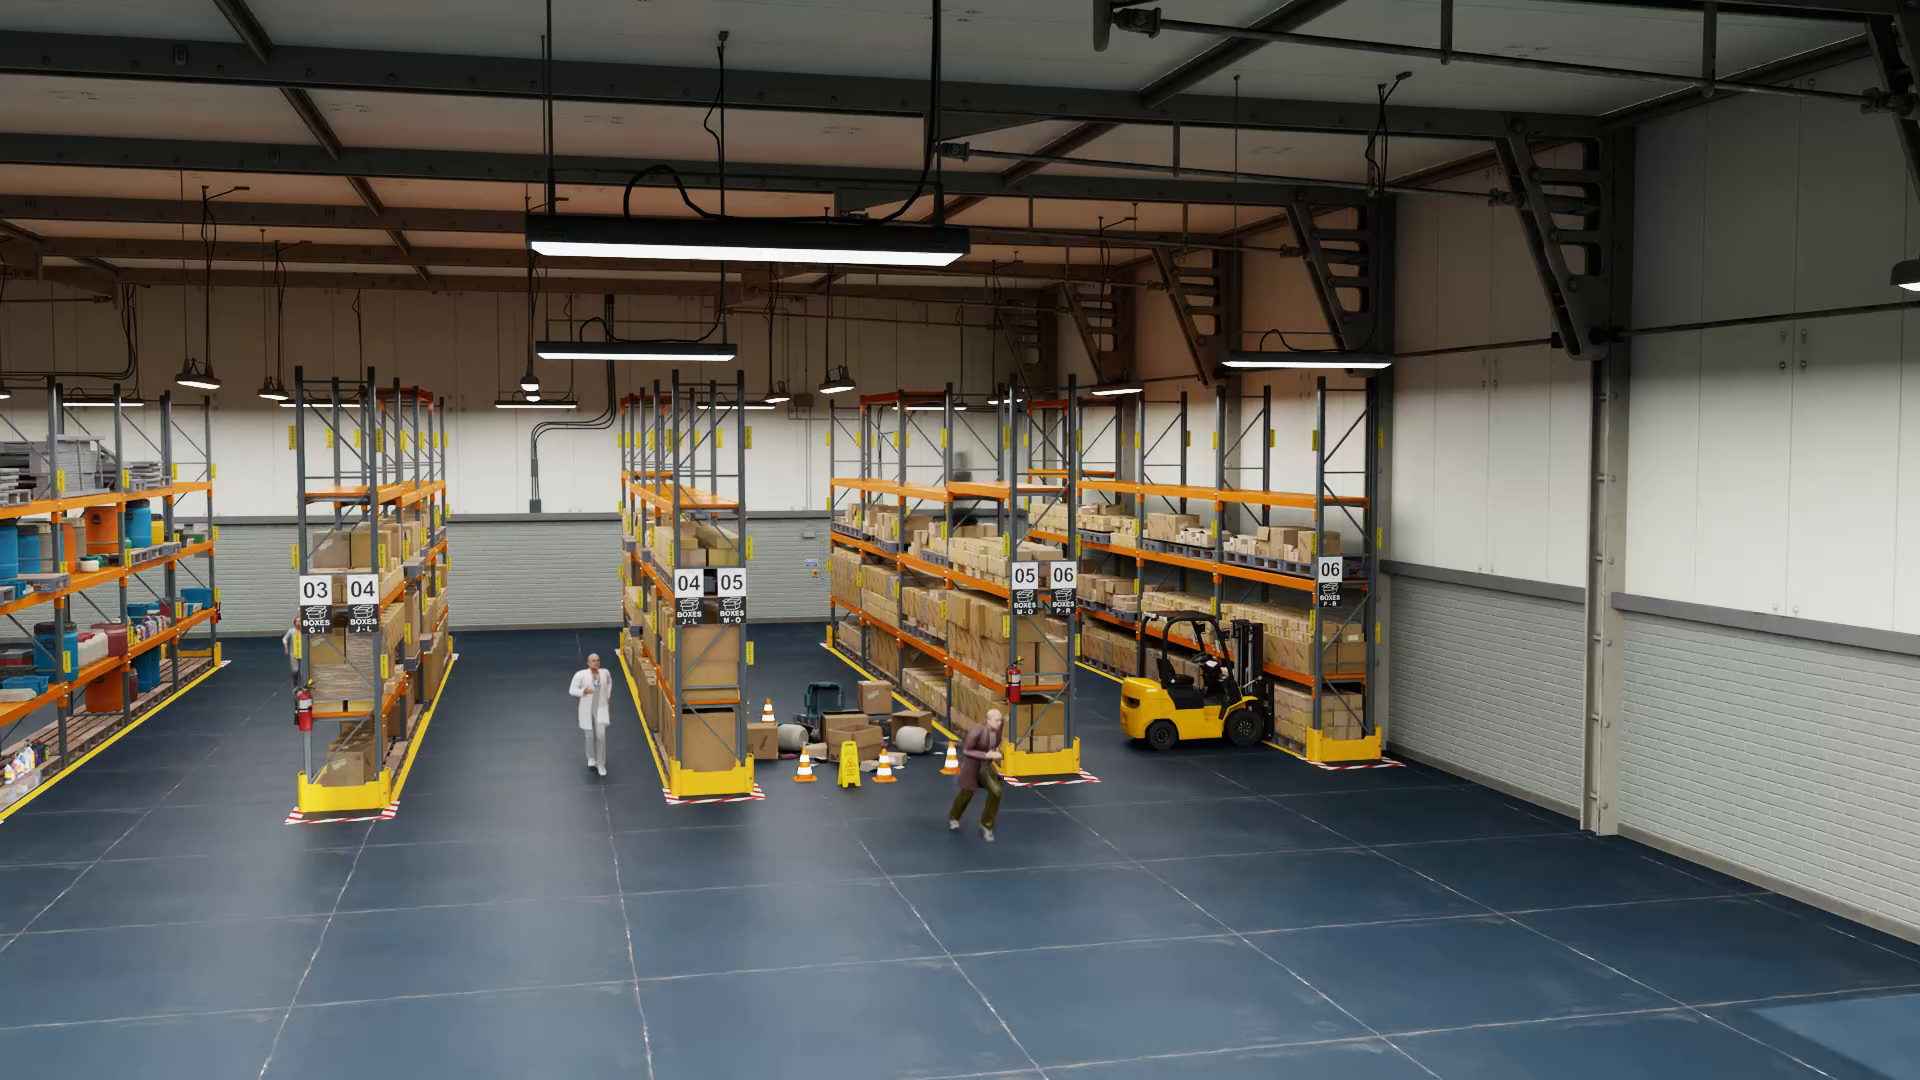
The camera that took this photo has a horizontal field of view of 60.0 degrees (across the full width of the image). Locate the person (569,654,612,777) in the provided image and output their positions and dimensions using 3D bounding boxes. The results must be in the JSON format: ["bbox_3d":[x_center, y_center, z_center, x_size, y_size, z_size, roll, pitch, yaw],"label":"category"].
[{"bbox_3d":[-5.557,2.630,25.089,0.668,1.855,0.861,-1,4,-19],"label":"person"}]

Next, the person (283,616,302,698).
[{"bbox_3d":[-12.861,2.272,32.316,0.506,1.592,0.662,-2,4,-27],"label":"person"}]

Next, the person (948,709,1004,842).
[{"bbox_3d":[0.225,2.944,20.984,0.752,1.728,1.053,-3,4,-39],"label":"person"}]
